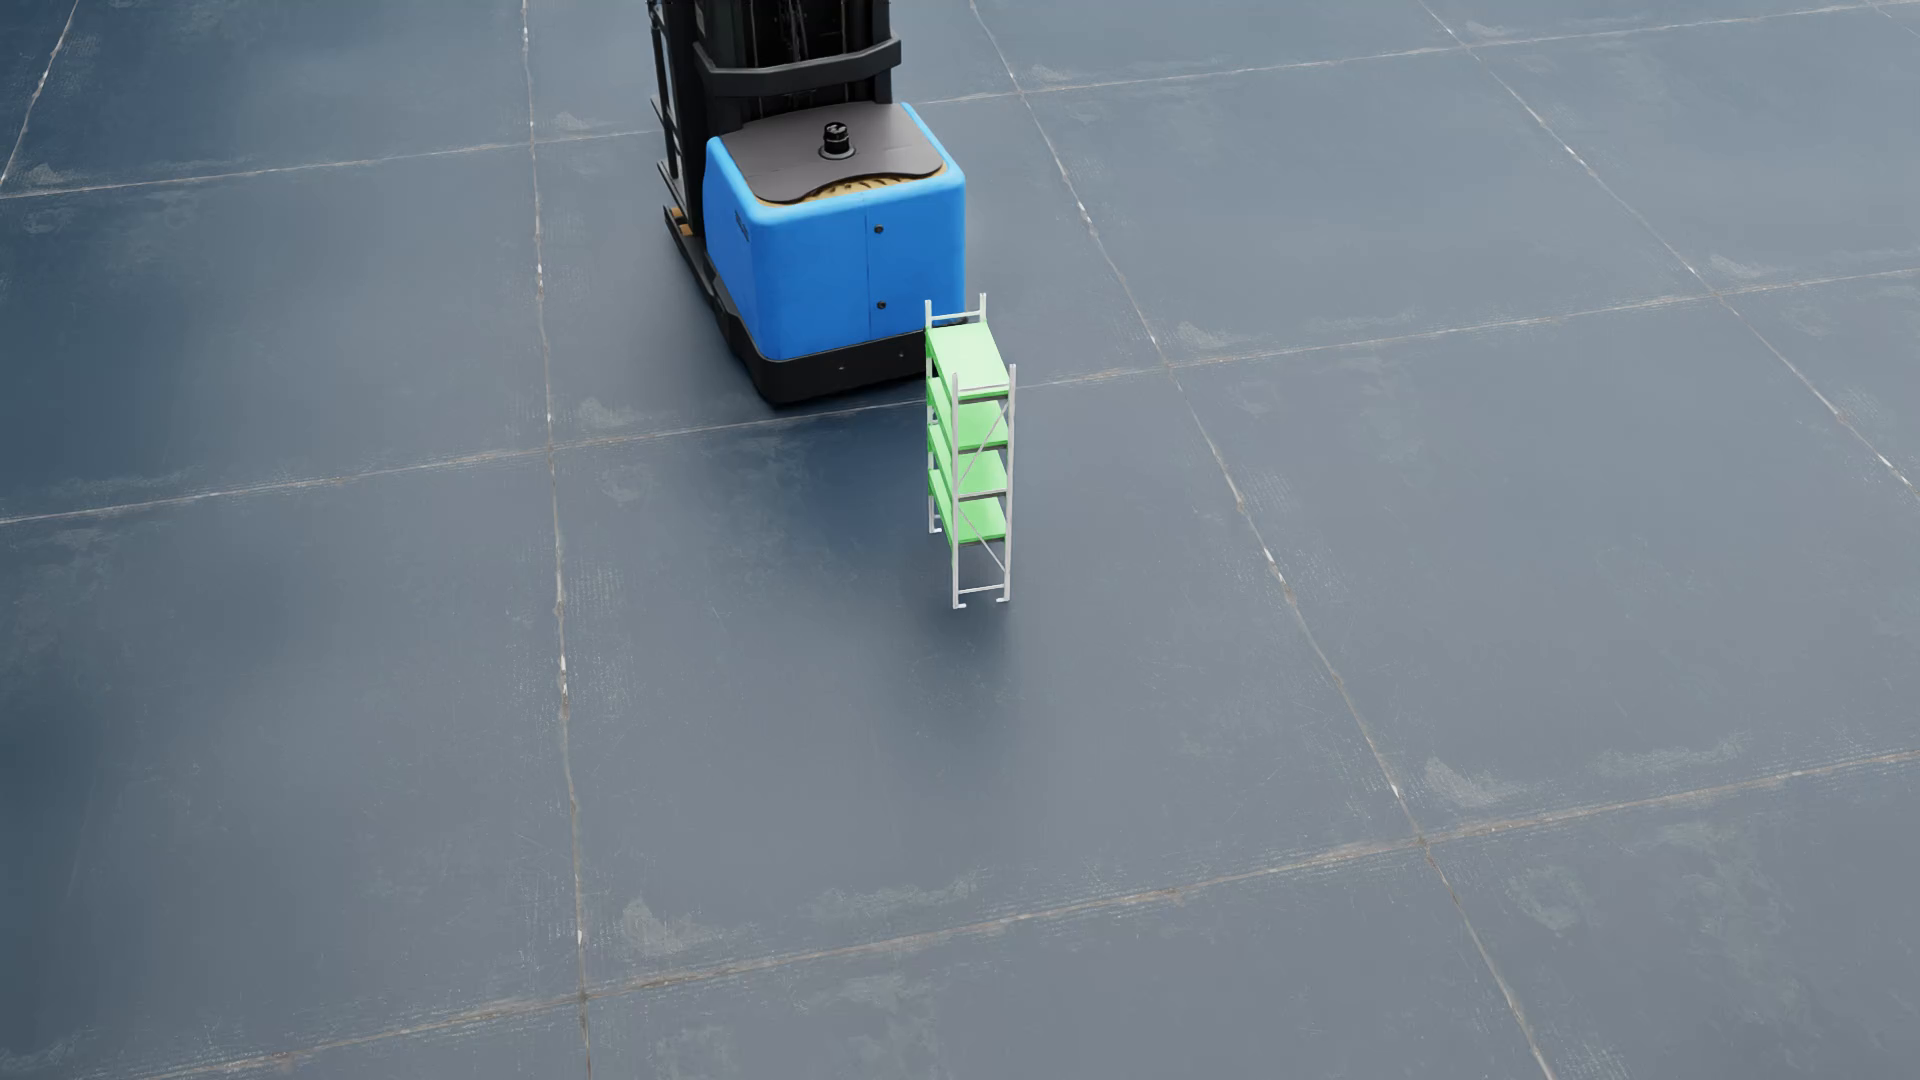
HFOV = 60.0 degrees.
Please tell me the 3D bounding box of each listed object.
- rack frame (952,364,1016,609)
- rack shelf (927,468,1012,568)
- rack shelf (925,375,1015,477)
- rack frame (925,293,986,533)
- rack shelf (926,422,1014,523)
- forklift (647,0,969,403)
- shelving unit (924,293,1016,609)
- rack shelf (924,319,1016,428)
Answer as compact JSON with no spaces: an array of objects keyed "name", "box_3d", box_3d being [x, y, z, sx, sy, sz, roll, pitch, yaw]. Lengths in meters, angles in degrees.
[{"name":"rack frame","box_3d":[0.088,-0.183,6.553,0.240,1.200,0.015,-8,42,-9]},{"name":"rack shelf","box_3d":[0.036,-0.114,6.933,0.258,0.148,0.480,-8,42,-9]},{"name":"rack shelf","box_3d":[0.036,-0.473,6.614,0.258,0.148,0.480,-8,42,-9]},{"name":"rack frame","box_3d":[-0.017,-0.500,6.909,0.240,1.200,0.015,-8,42,-9]},{"name":"rack shelf","box_3d":[0.036,-0.294,6.773,0.258,0.148,0.480,-8,42,-9]},{"name":"forklift","box_3d":[-0.971,-2.731,8.119,1.130,2.935,3.031,-15,44,-16]},{"name":"shelving unit","box_3d":[0.036,-0.341,6.731,0.258,1.200,0.503,-8,42,-9]},{"name":"rack shelf","box_3d":[0.036,-0.653,6.455,0.258,0.148,0.480,-8,42,-9]}]
